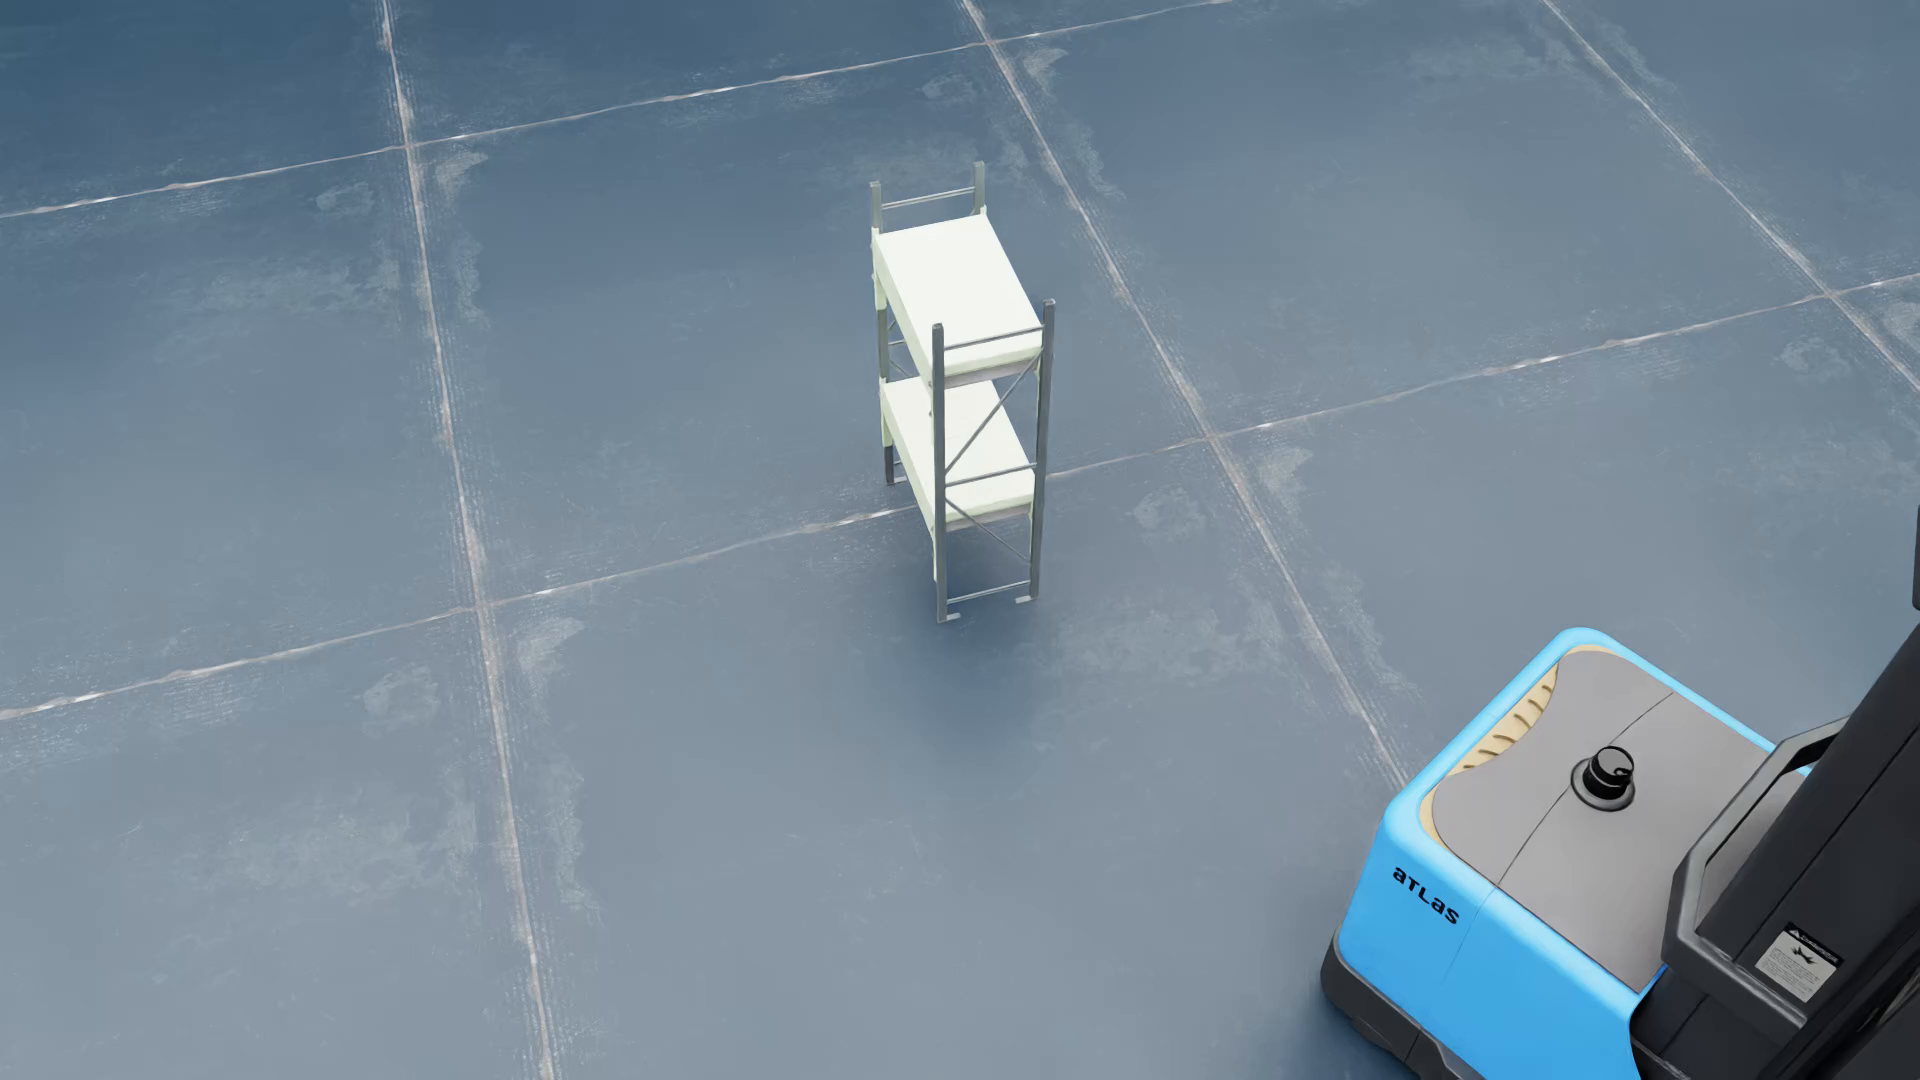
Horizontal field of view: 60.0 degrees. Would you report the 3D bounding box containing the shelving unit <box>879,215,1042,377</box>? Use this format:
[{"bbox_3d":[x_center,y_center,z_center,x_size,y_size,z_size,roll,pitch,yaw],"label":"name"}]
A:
[{"bbox_3d":[-0.002,-0.826,5.570,0.368,0.052,0.686,-13,51,-11],"label":"shelving unit"}]

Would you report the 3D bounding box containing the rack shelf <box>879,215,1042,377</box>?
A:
[{"bbox_3d":[-0.002,-0.826,5.570,0.368,0.052,0.686,-13,51,-11],"label":"rack shelf"}]

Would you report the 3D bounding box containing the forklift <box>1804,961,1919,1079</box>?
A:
[{"bbox_3d":[2.826,1.349,3.615,1.118,2.733,2.170,-37,59,-27],"label":"forklift"}]
